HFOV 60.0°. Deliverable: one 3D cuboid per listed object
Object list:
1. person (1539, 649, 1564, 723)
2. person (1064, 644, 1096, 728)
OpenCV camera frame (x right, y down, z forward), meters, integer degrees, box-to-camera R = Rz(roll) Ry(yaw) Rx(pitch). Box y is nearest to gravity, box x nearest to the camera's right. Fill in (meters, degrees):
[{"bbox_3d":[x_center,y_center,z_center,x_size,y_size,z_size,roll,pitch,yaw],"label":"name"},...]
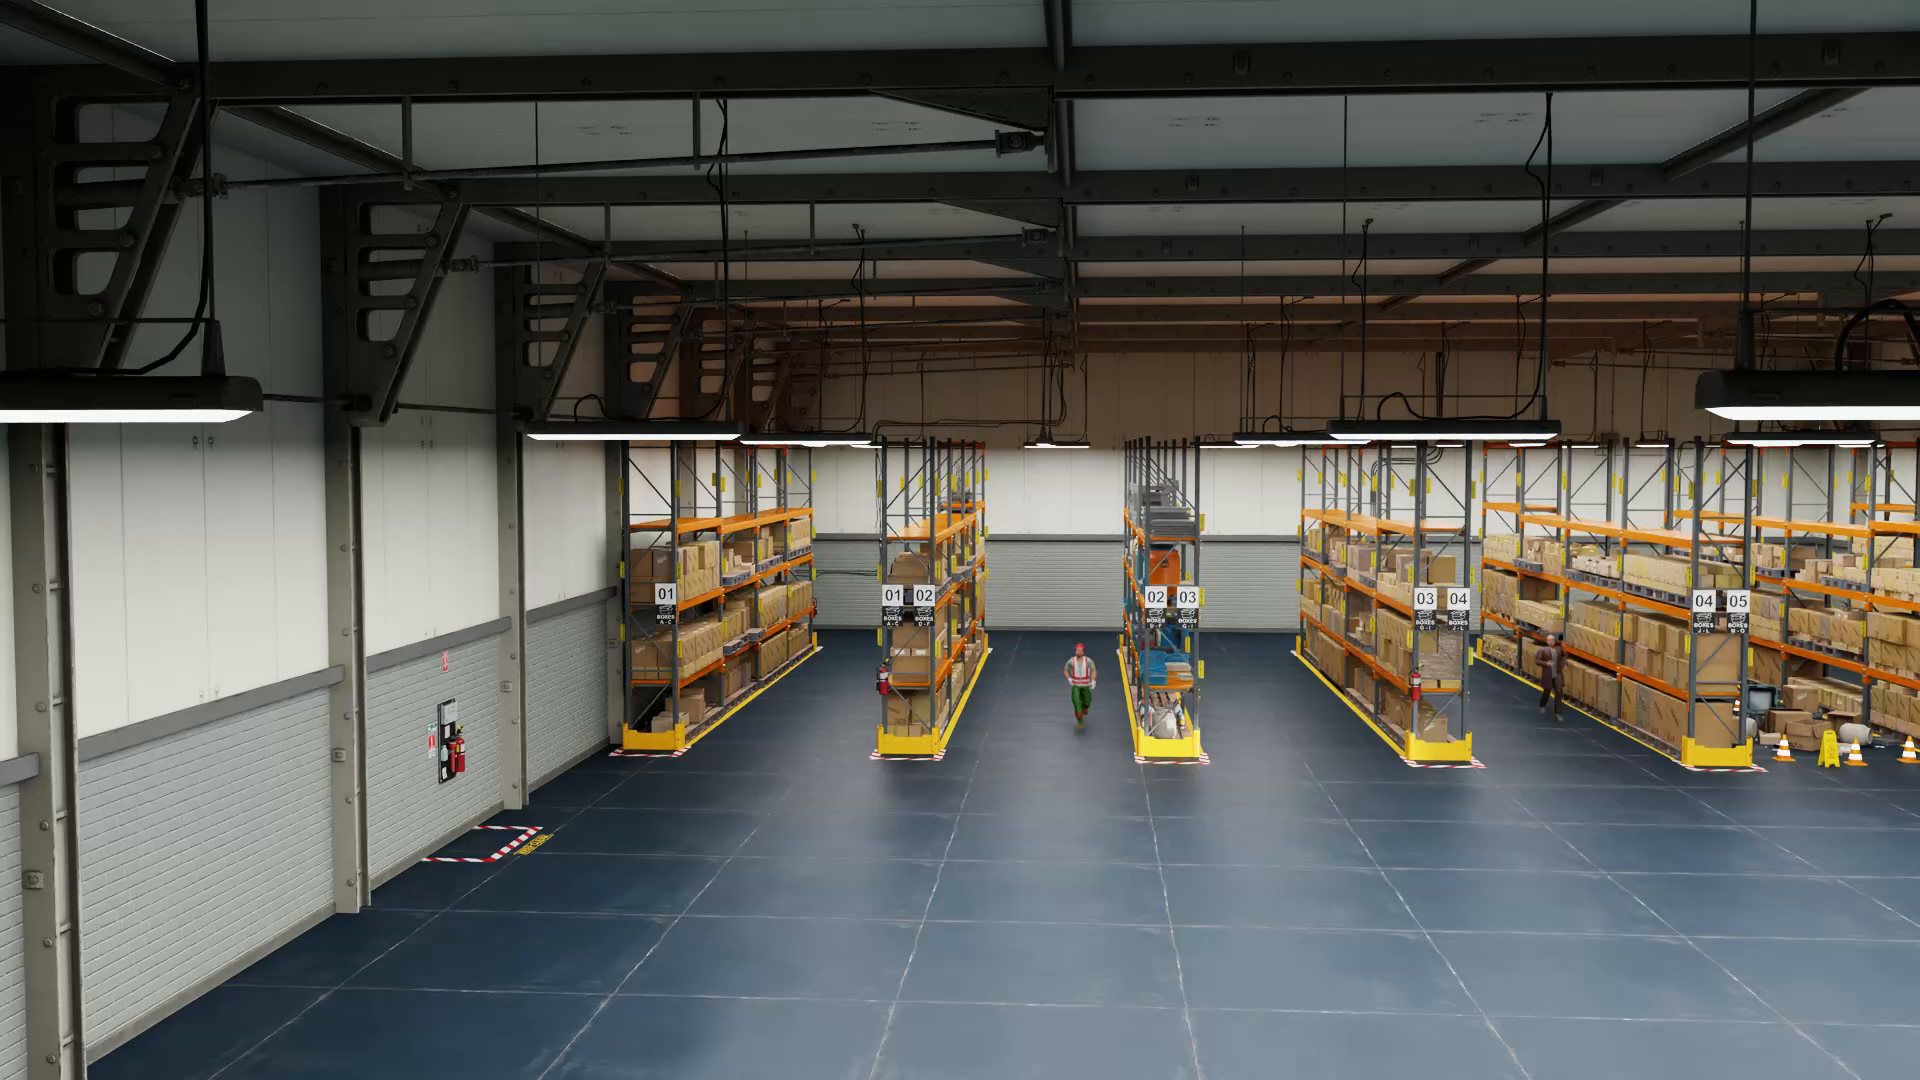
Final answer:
[{"bbox_3d":[12.644,3.044,35.571,0.612,1.523,1.033,0,3,5],"label":"person"},{"bbox_3d":[2.495,3.019,34.559,0.676,1.724,0.675,0,3,-2],"label":"person"}]
